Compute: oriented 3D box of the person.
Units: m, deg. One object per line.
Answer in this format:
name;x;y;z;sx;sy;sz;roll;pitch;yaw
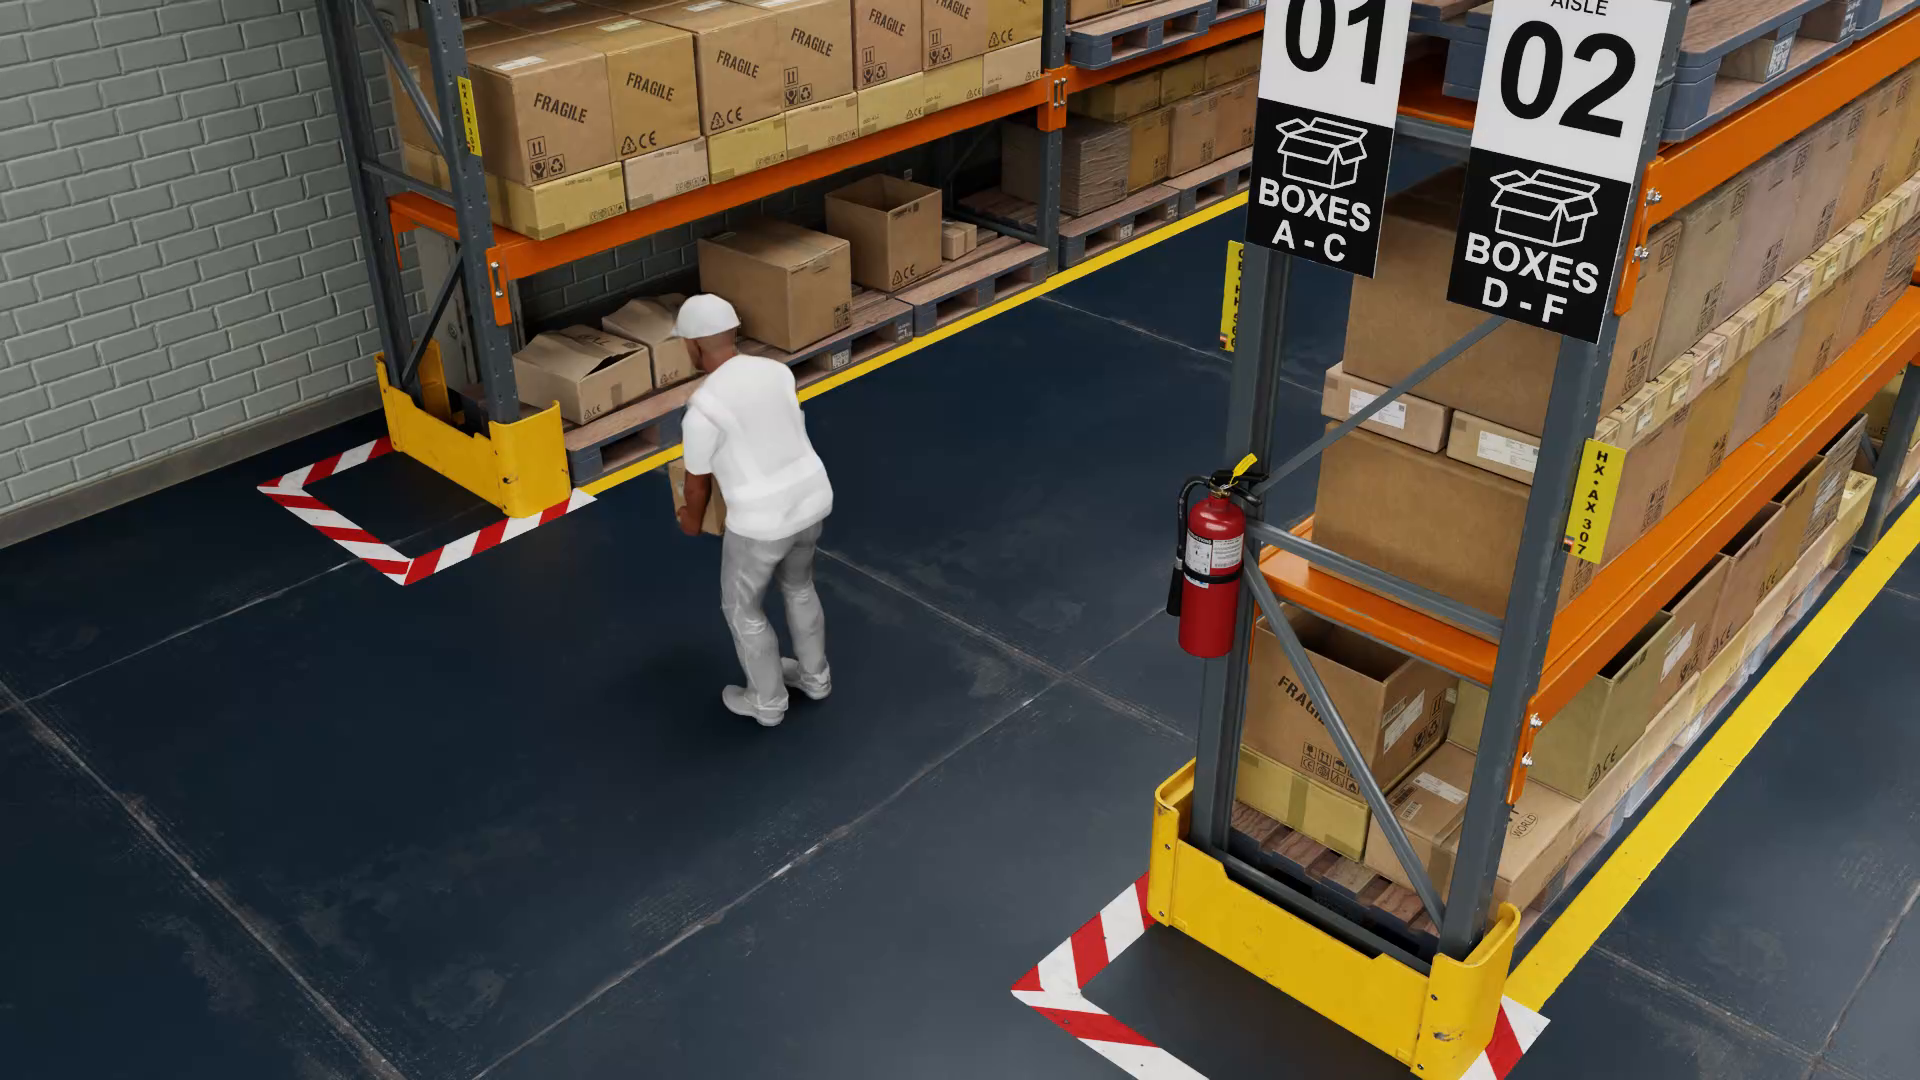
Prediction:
person;-0.804;-0.111;6.359;0.622;1.697;0.495;24;39;34
